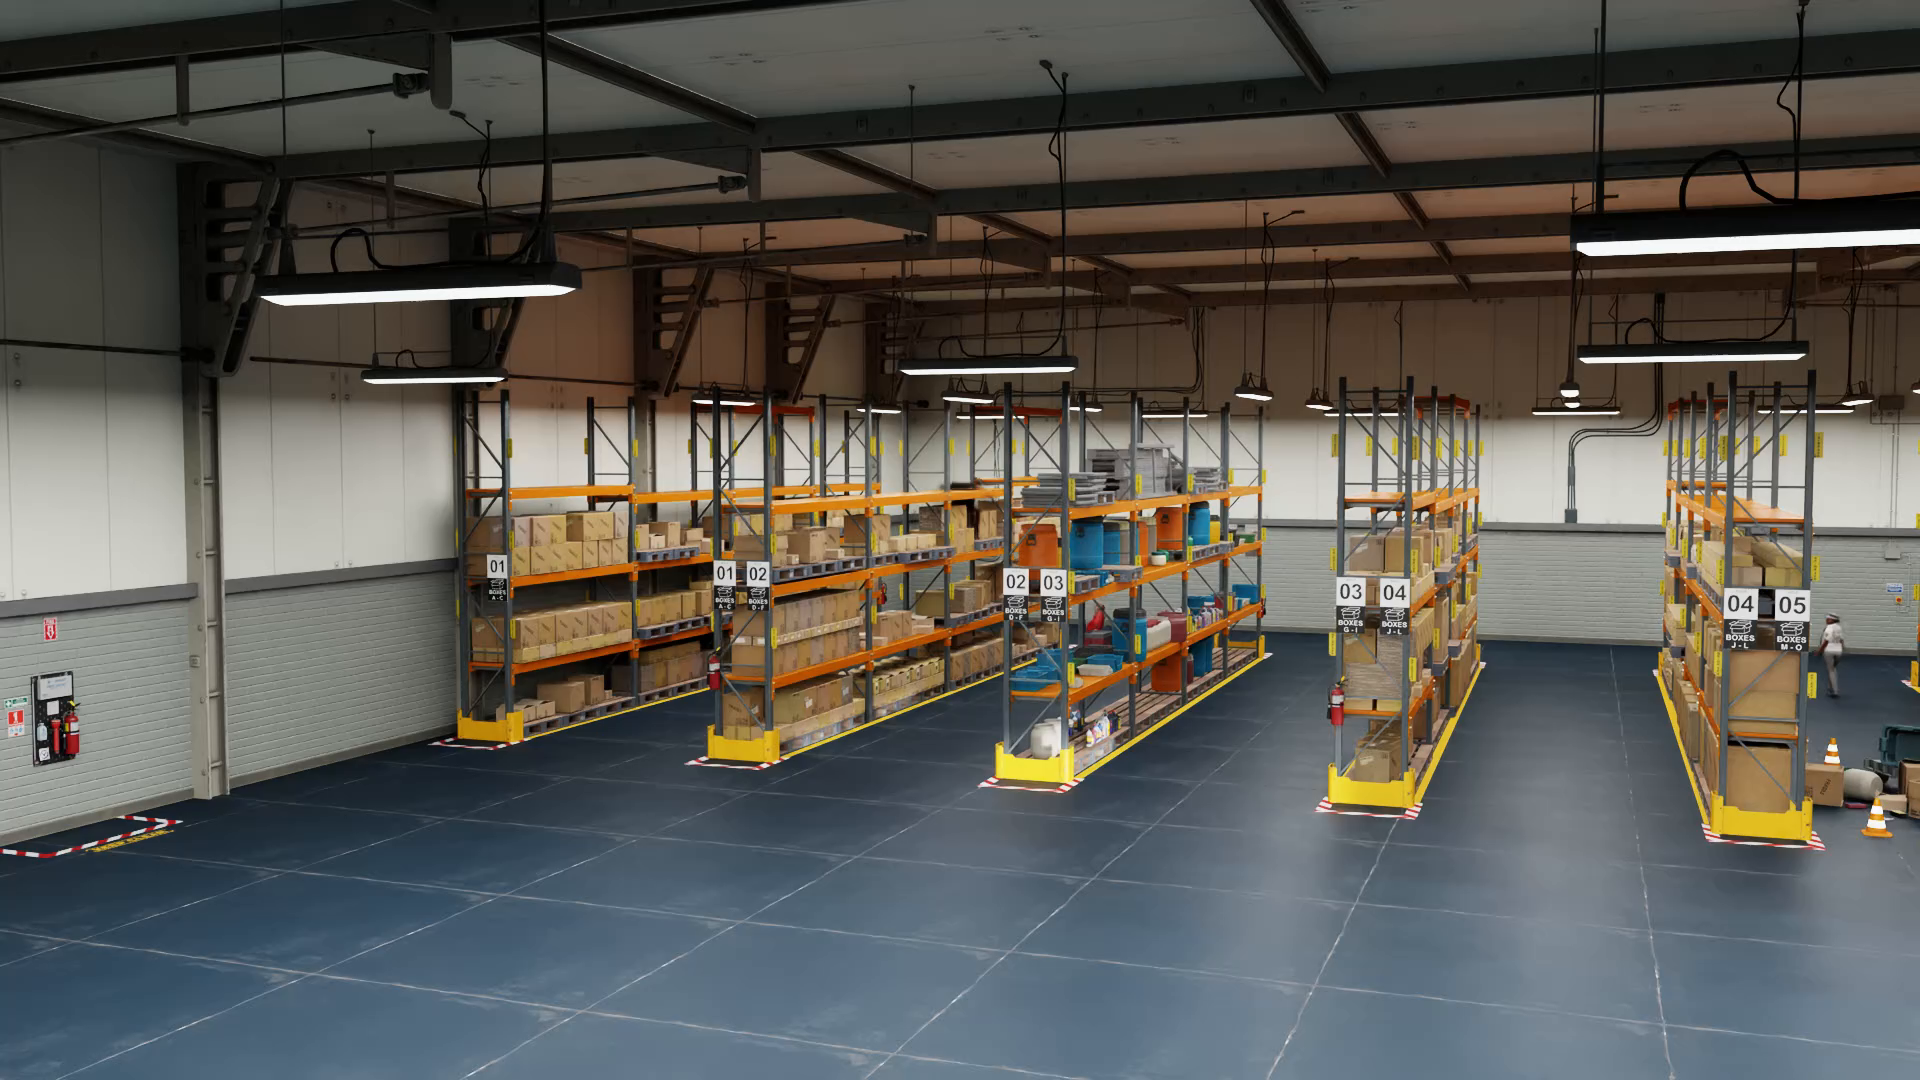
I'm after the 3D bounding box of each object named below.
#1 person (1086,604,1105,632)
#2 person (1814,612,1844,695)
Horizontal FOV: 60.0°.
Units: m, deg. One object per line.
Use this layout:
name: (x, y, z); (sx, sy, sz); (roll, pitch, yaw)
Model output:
person: (2.770, 2.196, 34.897); (0.572, 1.716, 0.558); (0, 3, -9)
person: (17.627, 2.306, 33.670); (0.536, 1.717, 0.655); (0, 3, -2)
